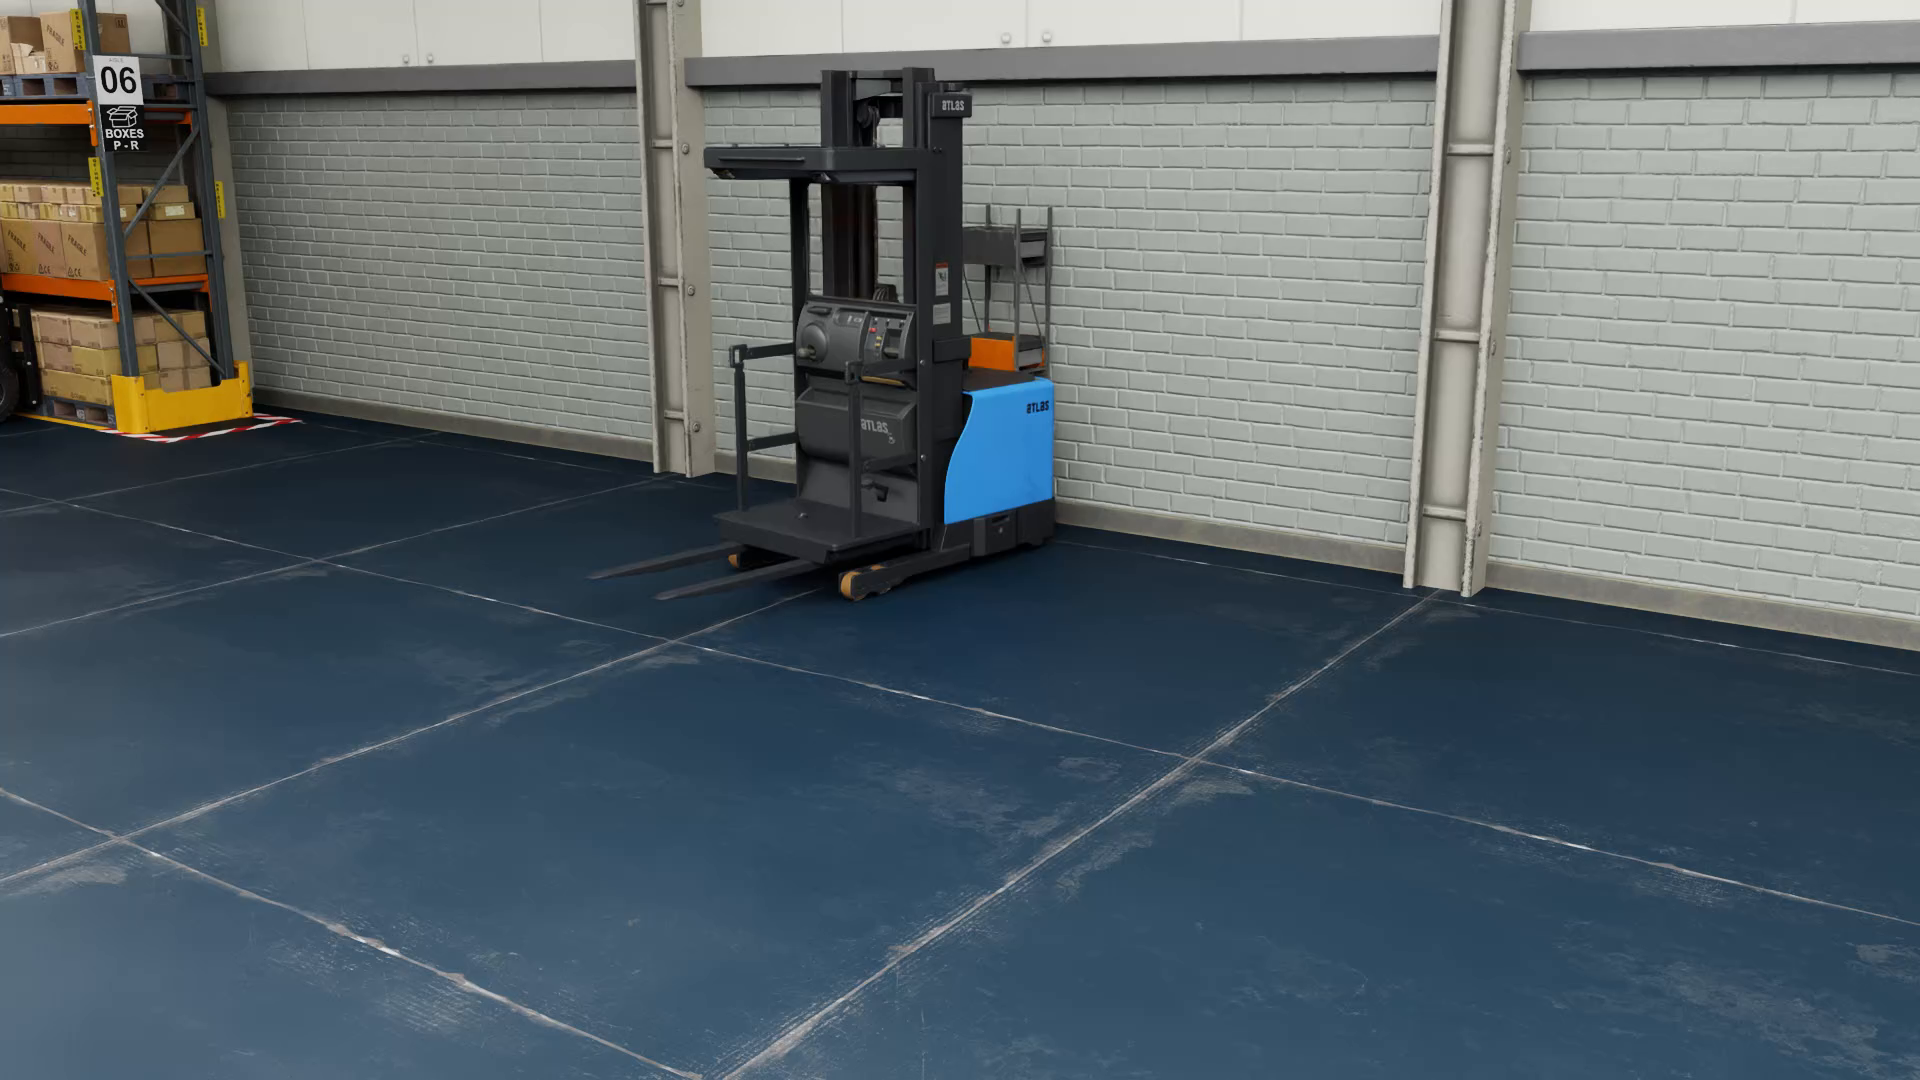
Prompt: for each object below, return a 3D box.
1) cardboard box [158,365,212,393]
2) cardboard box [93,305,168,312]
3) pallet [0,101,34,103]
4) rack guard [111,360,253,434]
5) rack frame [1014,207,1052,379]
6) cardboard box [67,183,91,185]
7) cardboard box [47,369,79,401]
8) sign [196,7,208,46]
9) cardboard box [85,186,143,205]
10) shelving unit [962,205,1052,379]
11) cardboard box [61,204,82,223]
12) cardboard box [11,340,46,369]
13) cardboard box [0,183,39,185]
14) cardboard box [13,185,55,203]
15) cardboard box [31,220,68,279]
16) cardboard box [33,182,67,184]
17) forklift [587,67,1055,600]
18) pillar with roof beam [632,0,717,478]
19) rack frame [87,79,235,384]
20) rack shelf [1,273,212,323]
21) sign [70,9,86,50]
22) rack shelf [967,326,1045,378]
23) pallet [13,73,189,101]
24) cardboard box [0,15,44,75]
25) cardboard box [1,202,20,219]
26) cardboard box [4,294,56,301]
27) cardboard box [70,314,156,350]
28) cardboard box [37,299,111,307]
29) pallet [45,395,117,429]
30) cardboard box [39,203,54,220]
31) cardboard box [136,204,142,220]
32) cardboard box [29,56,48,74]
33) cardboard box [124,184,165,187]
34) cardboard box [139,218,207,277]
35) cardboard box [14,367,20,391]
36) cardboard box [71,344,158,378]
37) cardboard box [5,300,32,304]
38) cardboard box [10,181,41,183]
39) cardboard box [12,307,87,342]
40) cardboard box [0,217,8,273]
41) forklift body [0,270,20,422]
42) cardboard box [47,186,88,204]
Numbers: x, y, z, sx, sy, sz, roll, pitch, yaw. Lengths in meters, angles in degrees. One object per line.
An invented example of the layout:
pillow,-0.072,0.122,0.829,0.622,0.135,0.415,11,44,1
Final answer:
cardboard box,-7.345,-1.497,15.475,0.500,0.250,0.500,9,17,33
cardboard box,-7.757,-2.046,15.611,0.500,0.250,0.500,9,17,33
pallet,-9.644,-4.363,16.147,1.213,0.211,1.003,9,17,33
rack guard,-7.027,-1.306,15.058,0.348,0.500,1.175,9,17,33
rack frame,0.469,-1.108,10.898,0.015,2.100,0.400,10,17,34
cardboard box,-8.224,-3.314,15.790,0.250,0.149,0.380,9,16,31
cardboard box,-8.020,-1.460,15.328,0.500,0.250,0.500,9,17,33
sign,-6.732,-4.551,14.740,0.005,0.325,0.100,9,17,33
cardboard box,-7.462,-3.036,14.670,0.250,0.149,0.380,9,17,33
shelving unit,0.271,-1.143,11.036,0.503,2.100,0.431,10,17,34
cardboard box,-7.720,-2.905,14.758,0.250,0.149,0.380,9,17,34
cardboard box,-8.476,-1.772,15.546,0.500,0.250,0.500,9,16,32
cardboard box,-8.738,-3.241,15.496,0.250,0.149,0.380,9,17,34
cardboard box,-8.359,-3.154,15.145,0.250,0.149,0.380,10,17,34
cardboard box,-8.027,-2.656,15.103,0.500,0.500,0.500,10,17,35
cardboard box,-8.695,-3.366,16.001,0.250,0.149,0.380,10,17,34
forklift,-0.765,-1.217,9.641,1.130,2.935,3.031,13,19,42
pillar with roof beam,-4.546,-4.045,8.435,0.400,9.000,9.100,9,17,33
rack frame,-7.047,-2.523,14.771,0.127,3.000,1.000,9,17,33
rack shelf,-8.706,-2.442,15.941,4.000,0.370,1.077,9,17,33
sign,-7.361,-4.264,13.884,0.005,0.325,0.100,9,17,33
rack shelf,0.271,-1.129,11.039,0.480,0.518,0.431,10,17,34
pallet,-7.619,-4.036,14.825,1.213,0.211,1.003,9,17,33
cardboard box,-8.344,-4.448,15.015,0.500,0.500,0.700,9,17,33
cardboard box,-8.569,-3.044,15.318,0.250,0.149,0.380,9,17,33
cardboard box,-9.421,-2.321,16.725,0.500,0.250,0.500,9,16,32
cardboard box,-7.603,-1.877,14.929,0.500,0.250,0.500,10,17,35
cardboard box,-8.587,-2.185,16.174,0.500,0.250,0.500,9,16,32
pallet,-7.705,-1.263,15.487,1.213,0.211,1.003,9,17,33
cardboard box,-8.100,-2.987,15.091,0.250,0.149,0.380,9,17,32
cardboard box,-7.424,-3.004,15.156,0.250,0.149,0.380,9,17,33
cardboard box,-7.904,-4.160,14.583,0.250,0.149,0.380,9,16,31
cardboard box,-7.392,-3.166,15.194,0.250,0.149,0.380,10,17,35
cardboard box,-7.303,-2.693,15.251,0.500,0.500,0.500,10,17,35
cardboard box,-8.874,-1.594,15.870,0.500,0.250,0.500,10,17,35
cardboard box,-7.625,-1.637,15.003,0.500,0.250,0.500,9,16,32
cardboard box,-9.302,-2.151,16.038,0.500,0.250,0.500,10,17,35
cardboard box,-9.074,-3.450,16.339,0.250,0.149,0.380,9,16,32
cardboard box,-8.454,-2.010,15.466,0.500,0.250,0.500,9,17,34
cardboard box,-8.876,-2.790,15.643,0.500,0.500,0.500,9,17,33
forklift body,-9.639,-2.001,14.431,1.214,2.155,2.313,9,17,33
cardboard box,-7.916,-3.093,14.898,0.250,0.149,0.380,10,17,34
